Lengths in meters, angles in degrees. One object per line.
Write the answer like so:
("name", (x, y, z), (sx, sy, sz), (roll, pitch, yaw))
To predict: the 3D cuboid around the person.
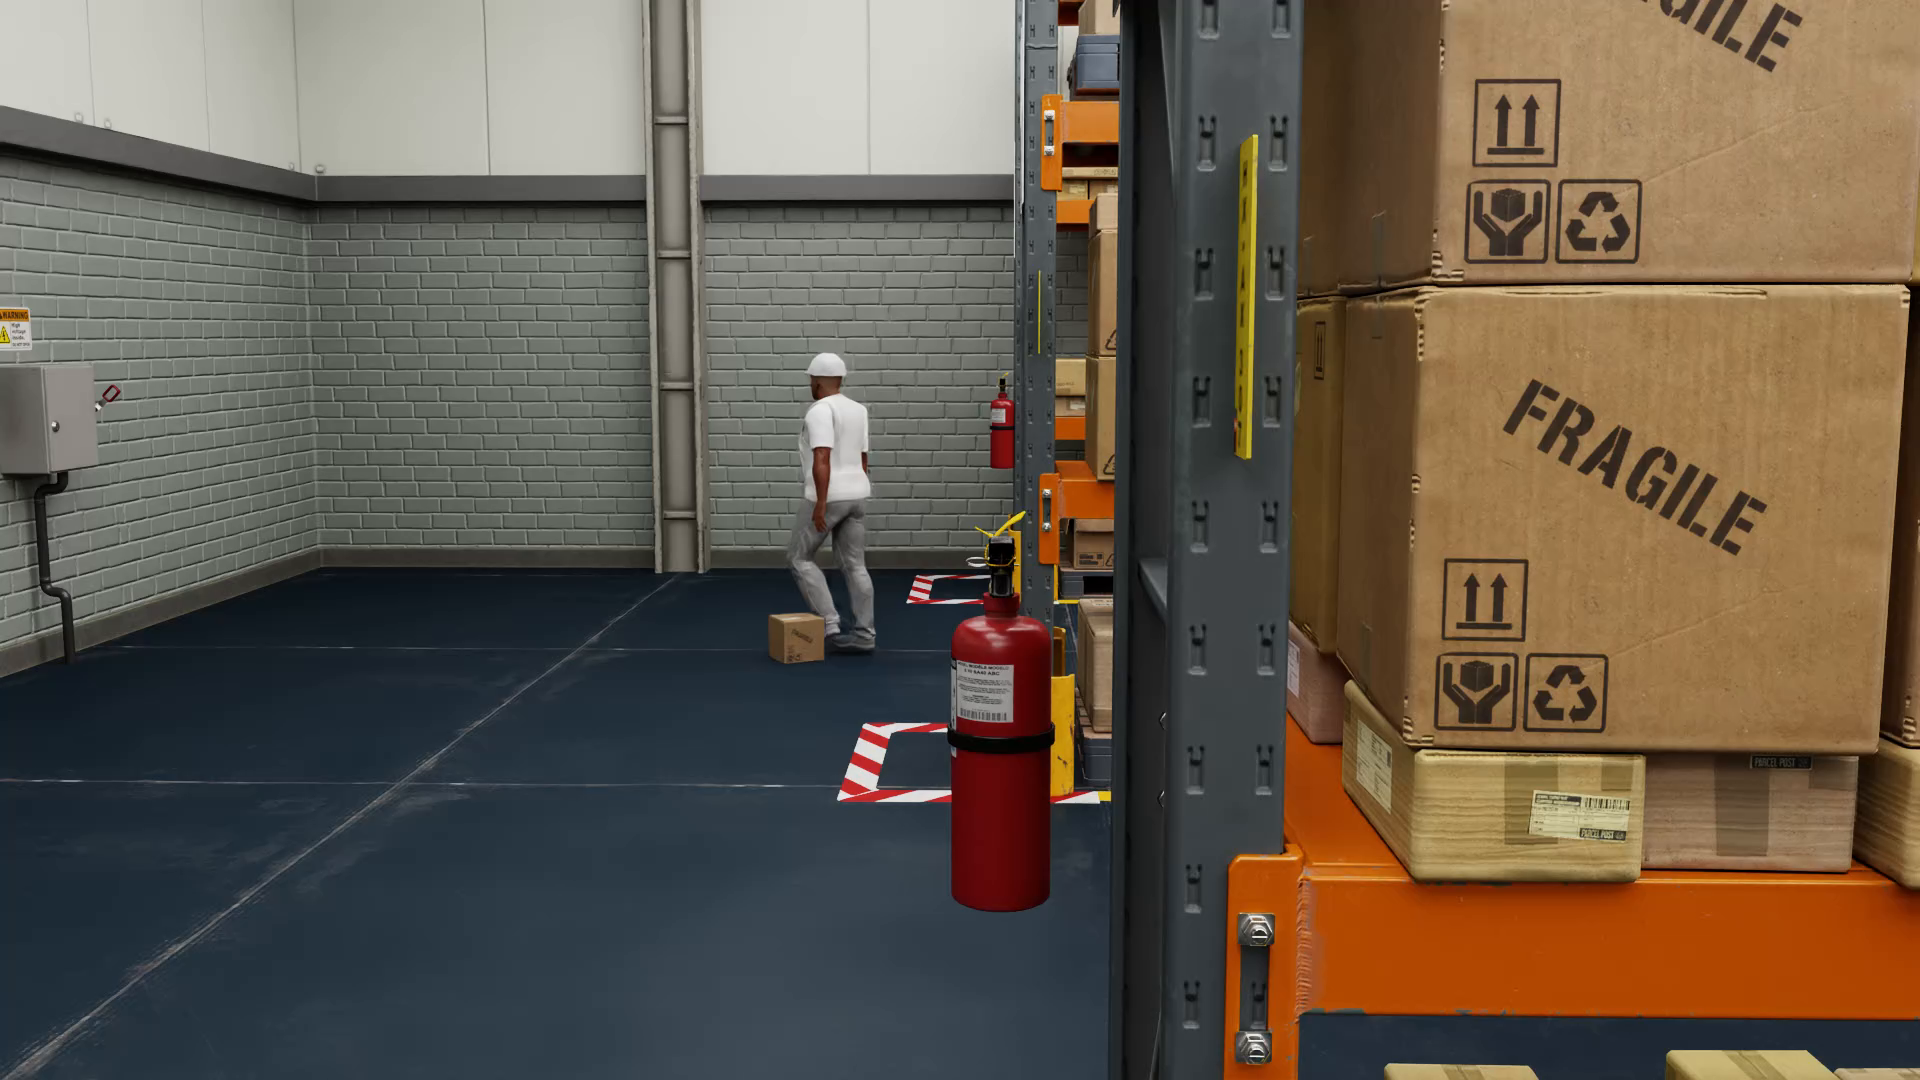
("person", (-0.715, -0.224, 9.854), (0.541, 1.756, 0.601), (5, 9, 35))
